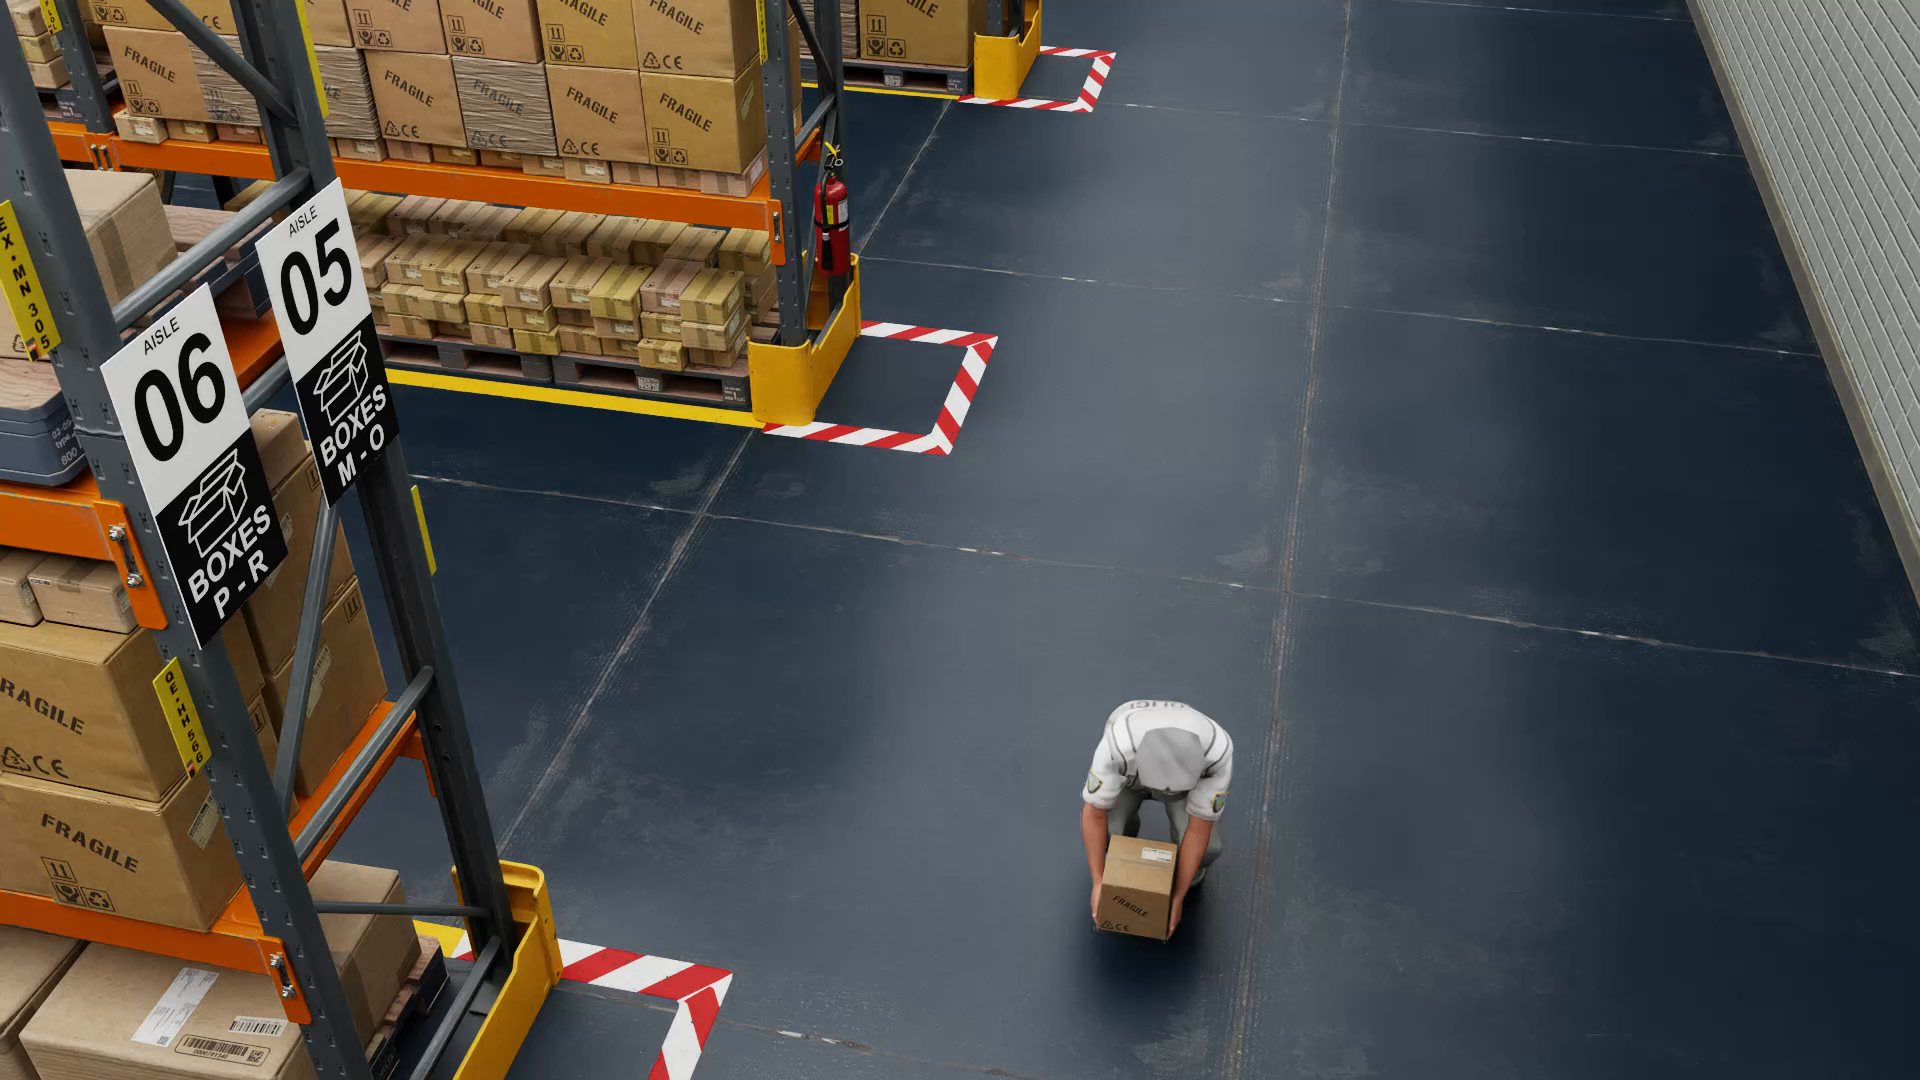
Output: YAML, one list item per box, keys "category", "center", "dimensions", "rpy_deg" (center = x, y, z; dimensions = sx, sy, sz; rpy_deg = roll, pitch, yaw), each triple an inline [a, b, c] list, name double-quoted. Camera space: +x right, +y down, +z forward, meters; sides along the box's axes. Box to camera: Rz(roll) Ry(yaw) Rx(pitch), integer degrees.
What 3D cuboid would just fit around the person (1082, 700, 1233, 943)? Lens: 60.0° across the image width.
- category: "person"
  center: [0.751, 0.942, 6.315]
  dimensions: [0.536, 1.016, 0.903]
  rpy_deg: [7, 37, 9]
